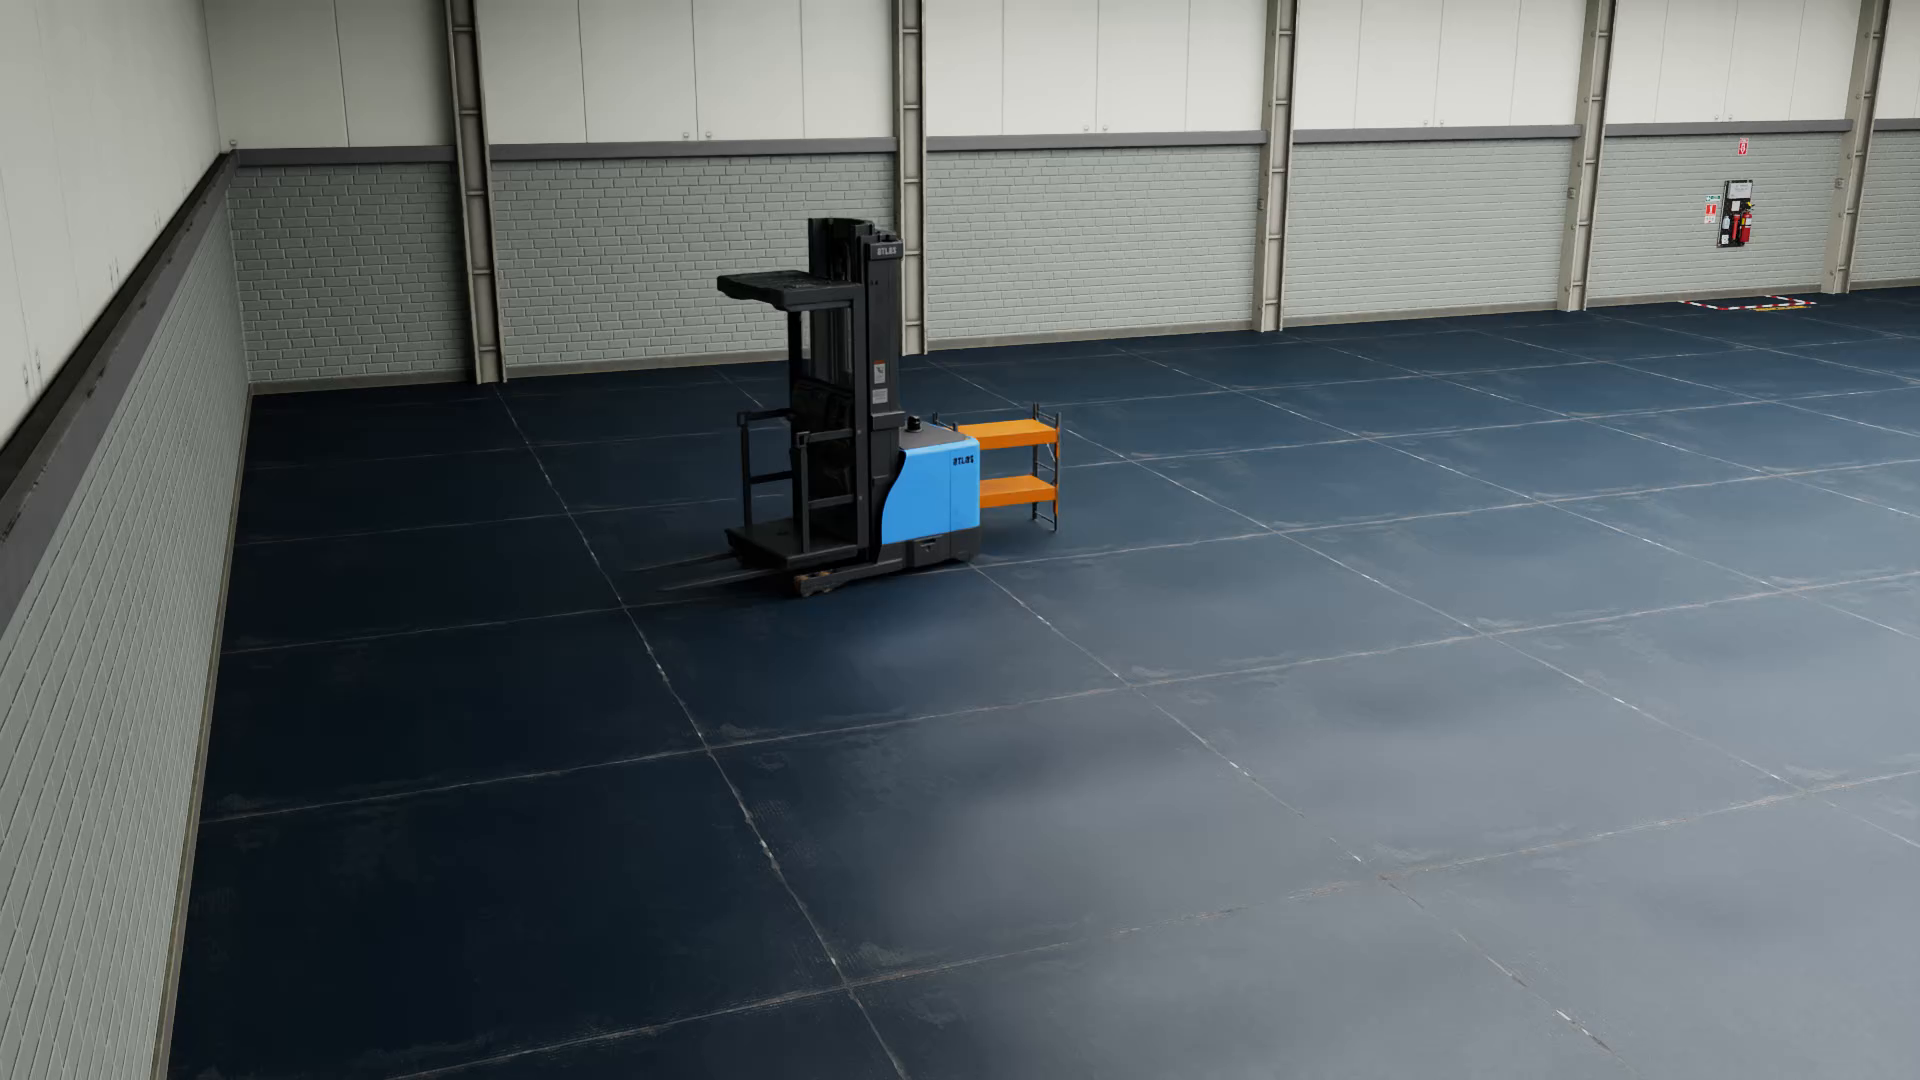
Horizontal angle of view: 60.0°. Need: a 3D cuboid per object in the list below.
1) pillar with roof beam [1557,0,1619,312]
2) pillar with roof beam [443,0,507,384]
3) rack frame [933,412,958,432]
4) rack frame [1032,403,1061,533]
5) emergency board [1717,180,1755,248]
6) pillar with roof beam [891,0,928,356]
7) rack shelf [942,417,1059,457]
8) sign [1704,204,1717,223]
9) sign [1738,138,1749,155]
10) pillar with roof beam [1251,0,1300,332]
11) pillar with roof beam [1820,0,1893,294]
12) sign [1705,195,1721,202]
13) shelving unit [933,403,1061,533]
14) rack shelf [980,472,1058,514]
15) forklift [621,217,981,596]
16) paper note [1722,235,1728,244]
[{"bbox_3d":[12.031,-7.139,23.439,0.400,9.000,9.100,-6,17,-20],"label":"pillar with roof beam"},{"bbox_3d":[-4.777,-5.325,17.260,0.400,9.000,9.100,-6,17,-20],"label":"pillar with roof beam"},{"bbox_3d":[-0.131,-0.556,14.996,0.032,1.125,0.500,-7,18,-23],"label":"rack frame"},{"bbox_3d":[0.798,-0.672,15.391,0.032,1.125,0.500,-7,18,-23],"label":"rack frame"},{"bbox_3d":[13.772,-5.760,29.387,0.643,1.169,0.194,-6,17,-20],"label":"emergency board"},{"bbox_3d":[0.826,-5.930,19.320,0.400,9.000,9.100,-6,17,-20],"label":"pillar with roof beam"},{"bbox_3d":[0.334,-0.895,15.111,1.000,0.278,0.538,-7,18,-23],"label":"rack shelf"},{"bbox_3d":[13.219,-5.748,29.285,0.234,0.329,0.001,-6,17,-20],"label":"sign"},{"bbox_3d":[13.729,-6.897,29.147,0.199,0.298,0.001,-6,17,-20],"label":"sign"},{"bbox_3d":[6.429,-6.535,21.379,0.400,9.000,9.100,-6,17,-20],"label":"pillar with roof beam"},{"bbox_3d":[17.634,-7.744,25.499,0.400,9.000,9.100,-6,17,-20],"label":"pillar with roof beam"},{"bbox_3d":[13.227,-6.000,29.204,0.331,0.109,0.001,-6,17,-20],"label":"sign"},{"bbox_3d":[0.334,-0.614,15.194,1.048,1.125,0.538,-7,18,-23],"label":"shelving unit"},{"bbox_3d":[0.334,-0.380,15.263,1.000,0.278,0.538,-7,18,-23],"label":"rack shelf"},{"bbox_3d":[-1.316,-1.115,13.694,3.031,2.935,1.130,-11,20,-33],"label":"forklift"},{"bbox_3d":[13.582,-5.337,29.513,0.142,0.148,0.016,-6,17,-20],"label":"paper note"}]
